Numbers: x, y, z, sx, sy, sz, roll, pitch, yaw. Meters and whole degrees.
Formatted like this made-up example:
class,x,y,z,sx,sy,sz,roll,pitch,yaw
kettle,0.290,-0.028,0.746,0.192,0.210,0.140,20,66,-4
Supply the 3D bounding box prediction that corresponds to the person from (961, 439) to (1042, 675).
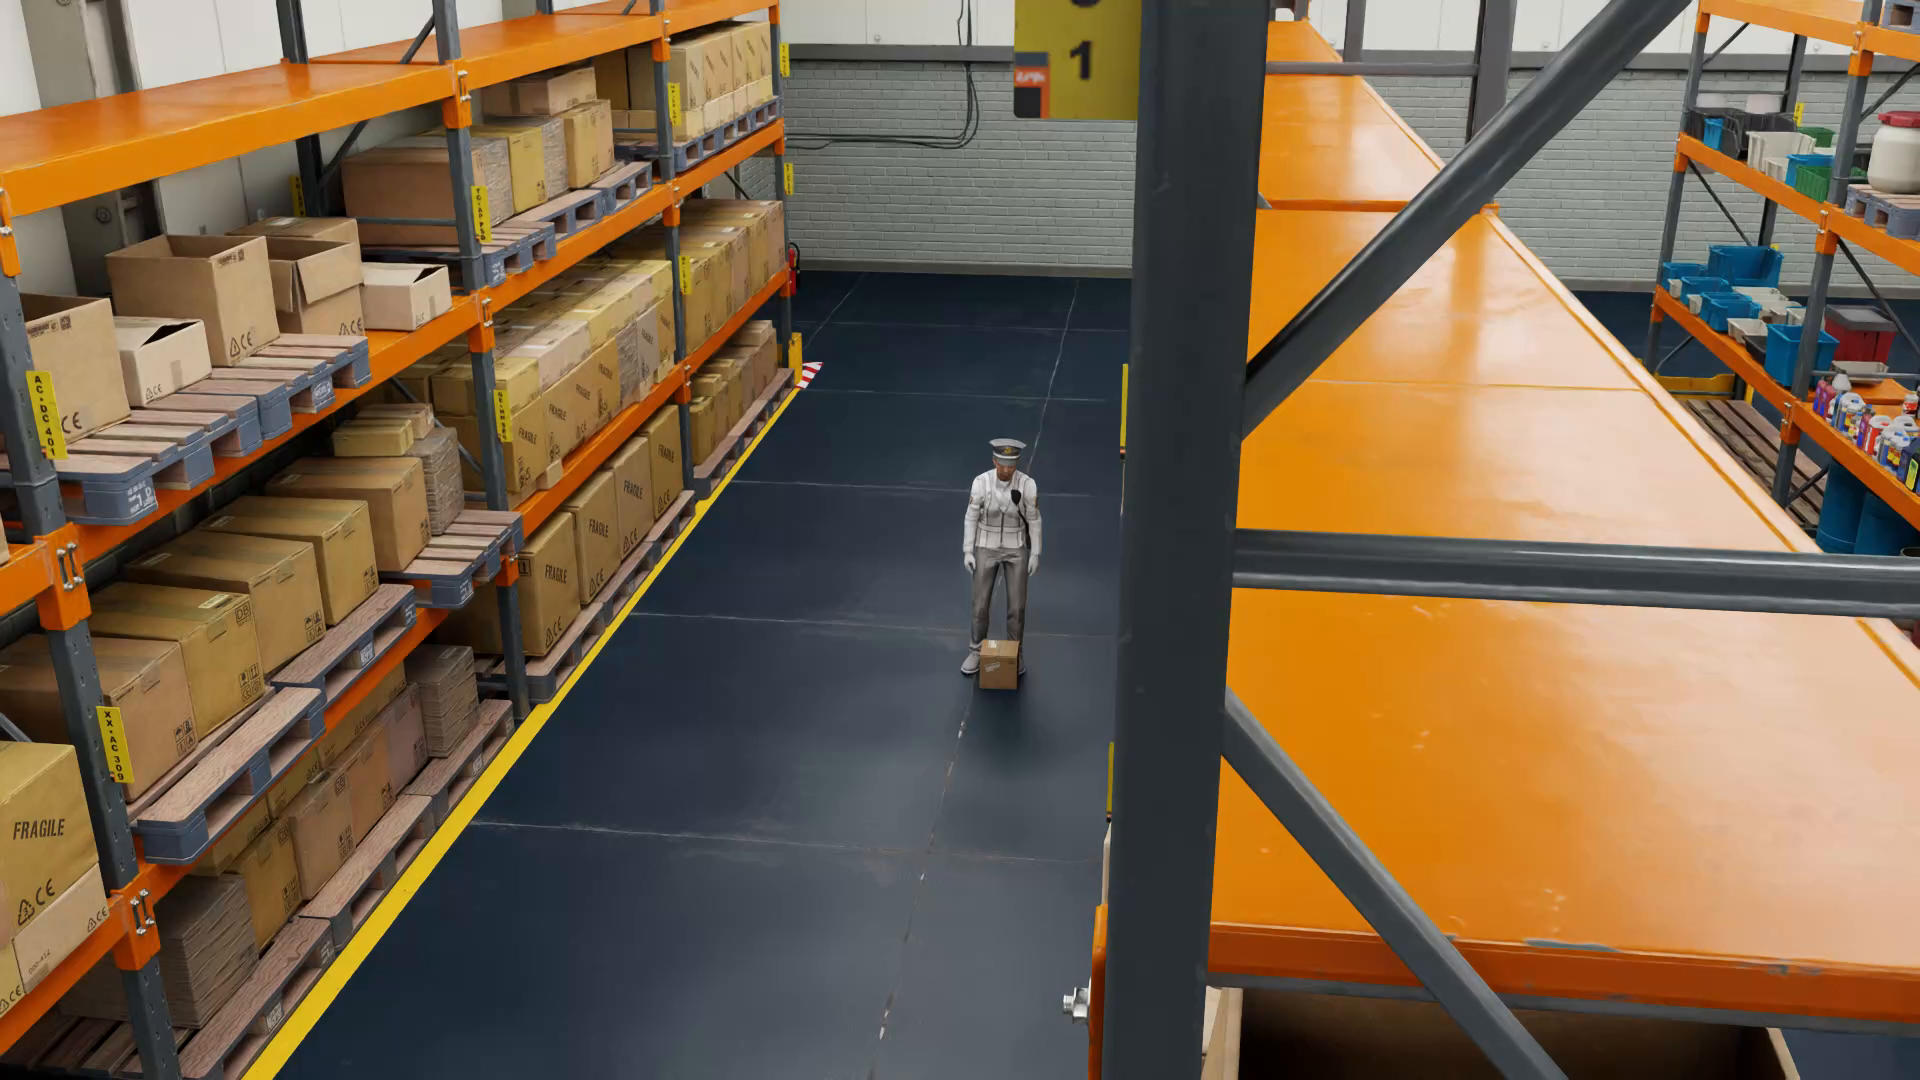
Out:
class,x,y,z,sx,sy,sz,roll,pitch,yaw
person,0.283,0.098,11.225,0.541,1.661,0.374,1,21,3
